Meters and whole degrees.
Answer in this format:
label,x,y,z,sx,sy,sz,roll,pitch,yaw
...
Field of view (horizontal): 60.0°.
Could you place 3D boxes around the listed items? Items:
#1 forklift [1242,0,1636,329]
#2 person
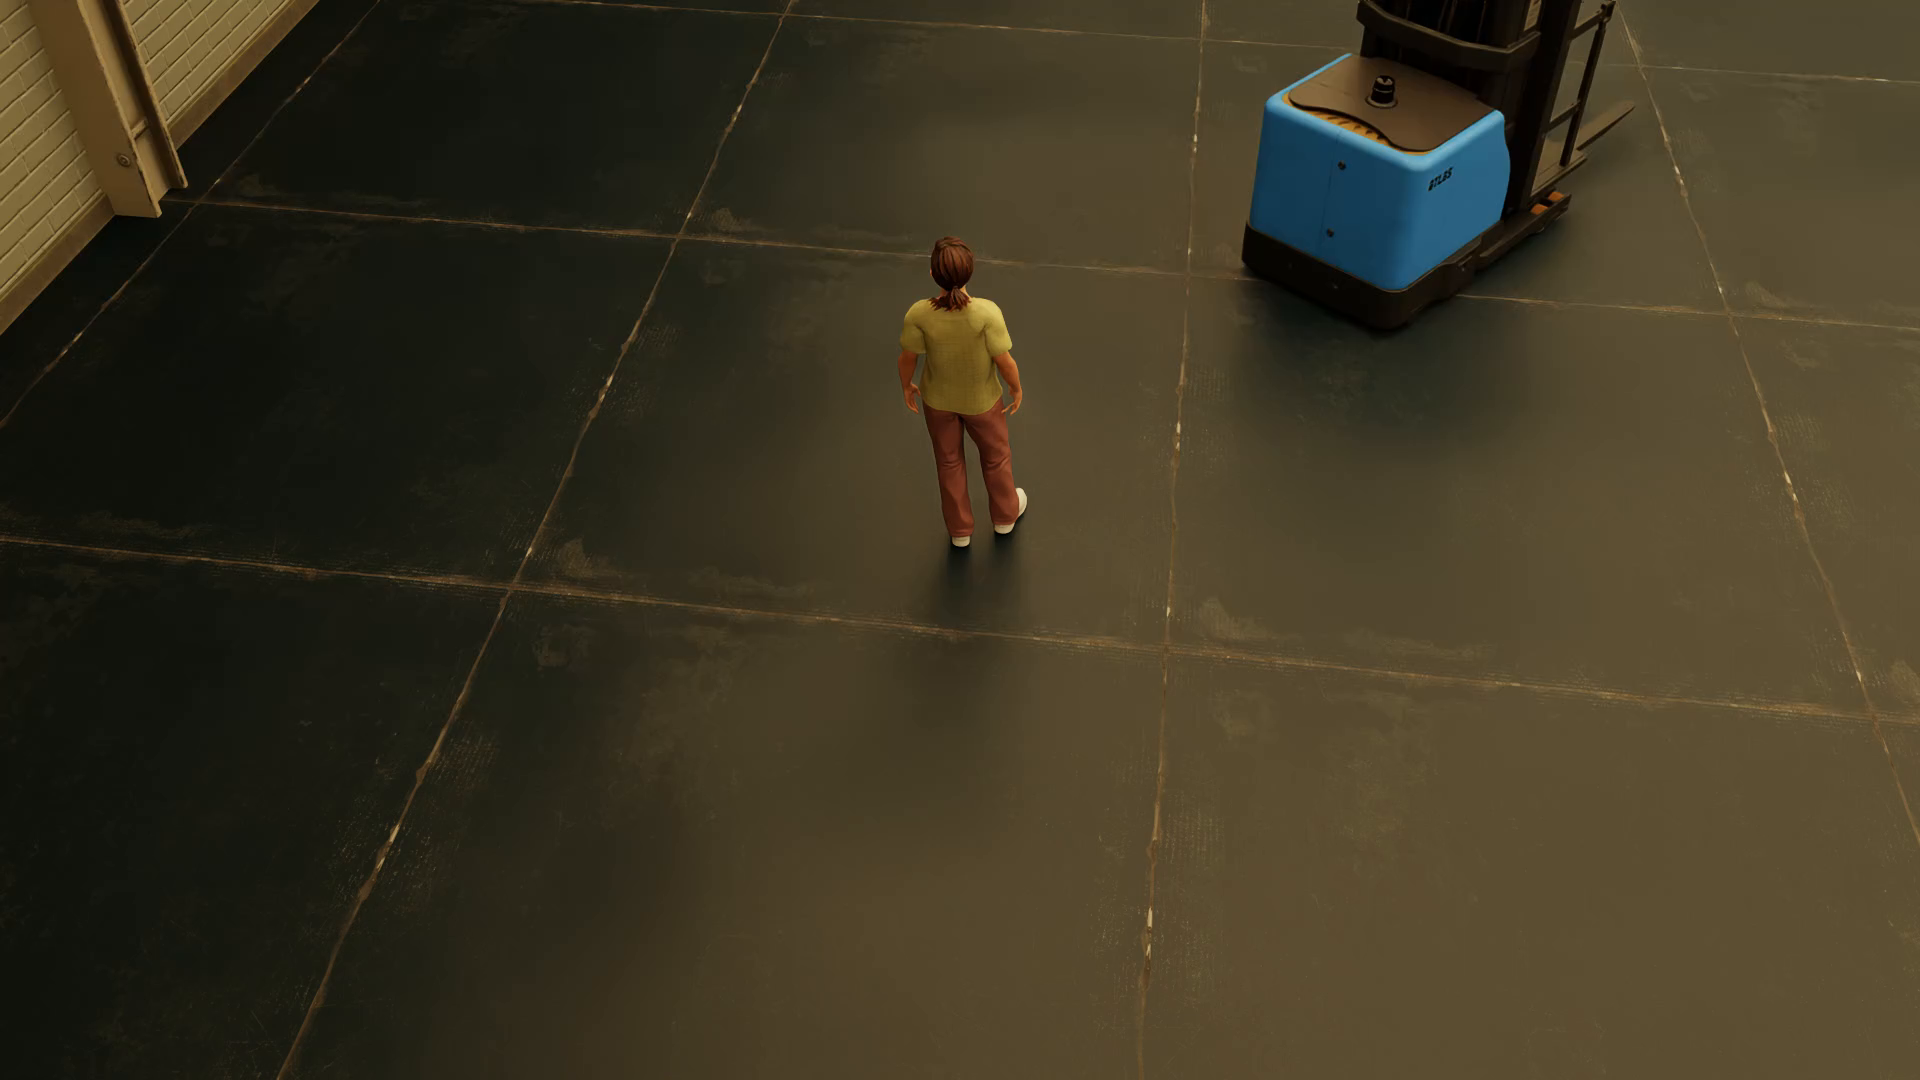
label,x,y,z,sx,sy,sz,roll,pitch,yaw
forklift,3.007,-3.123,9.124,1.130,2.935,3.031,34,52,31
person,0.022,-0.671,7.371,0.553,1.675,0.549,5,43,6
